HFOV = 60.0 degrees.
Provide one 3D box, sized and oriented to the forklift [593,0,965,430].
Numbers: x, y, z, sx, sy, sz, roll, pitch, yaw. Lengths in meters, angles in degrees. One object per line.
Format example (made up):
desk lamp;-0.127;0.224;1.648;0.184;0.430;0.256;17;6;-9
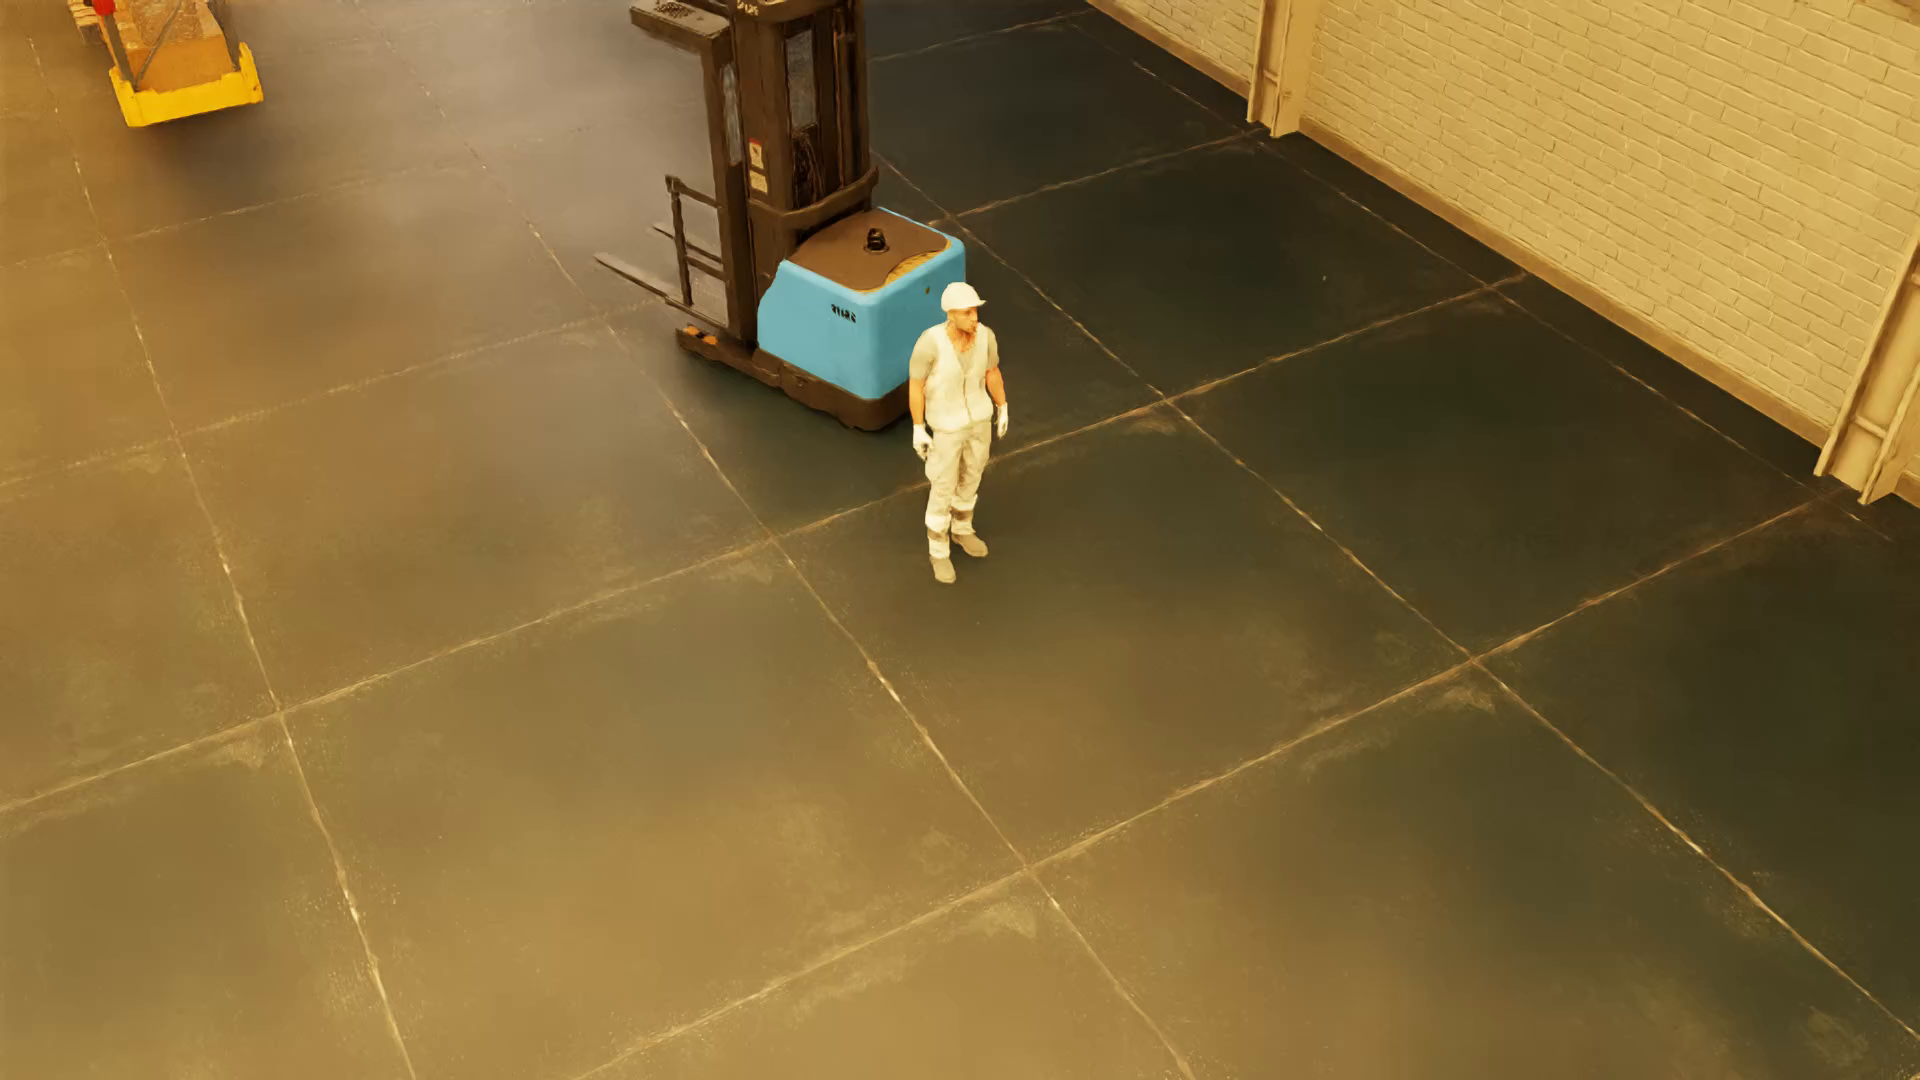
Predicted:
forklift;-1.405;-2.653;11.235;3.031;2.935;1.130;28;47;30

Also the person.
person;0.031;-0.646;9.699;0.637;1.787;0.563;-20;44;-23
